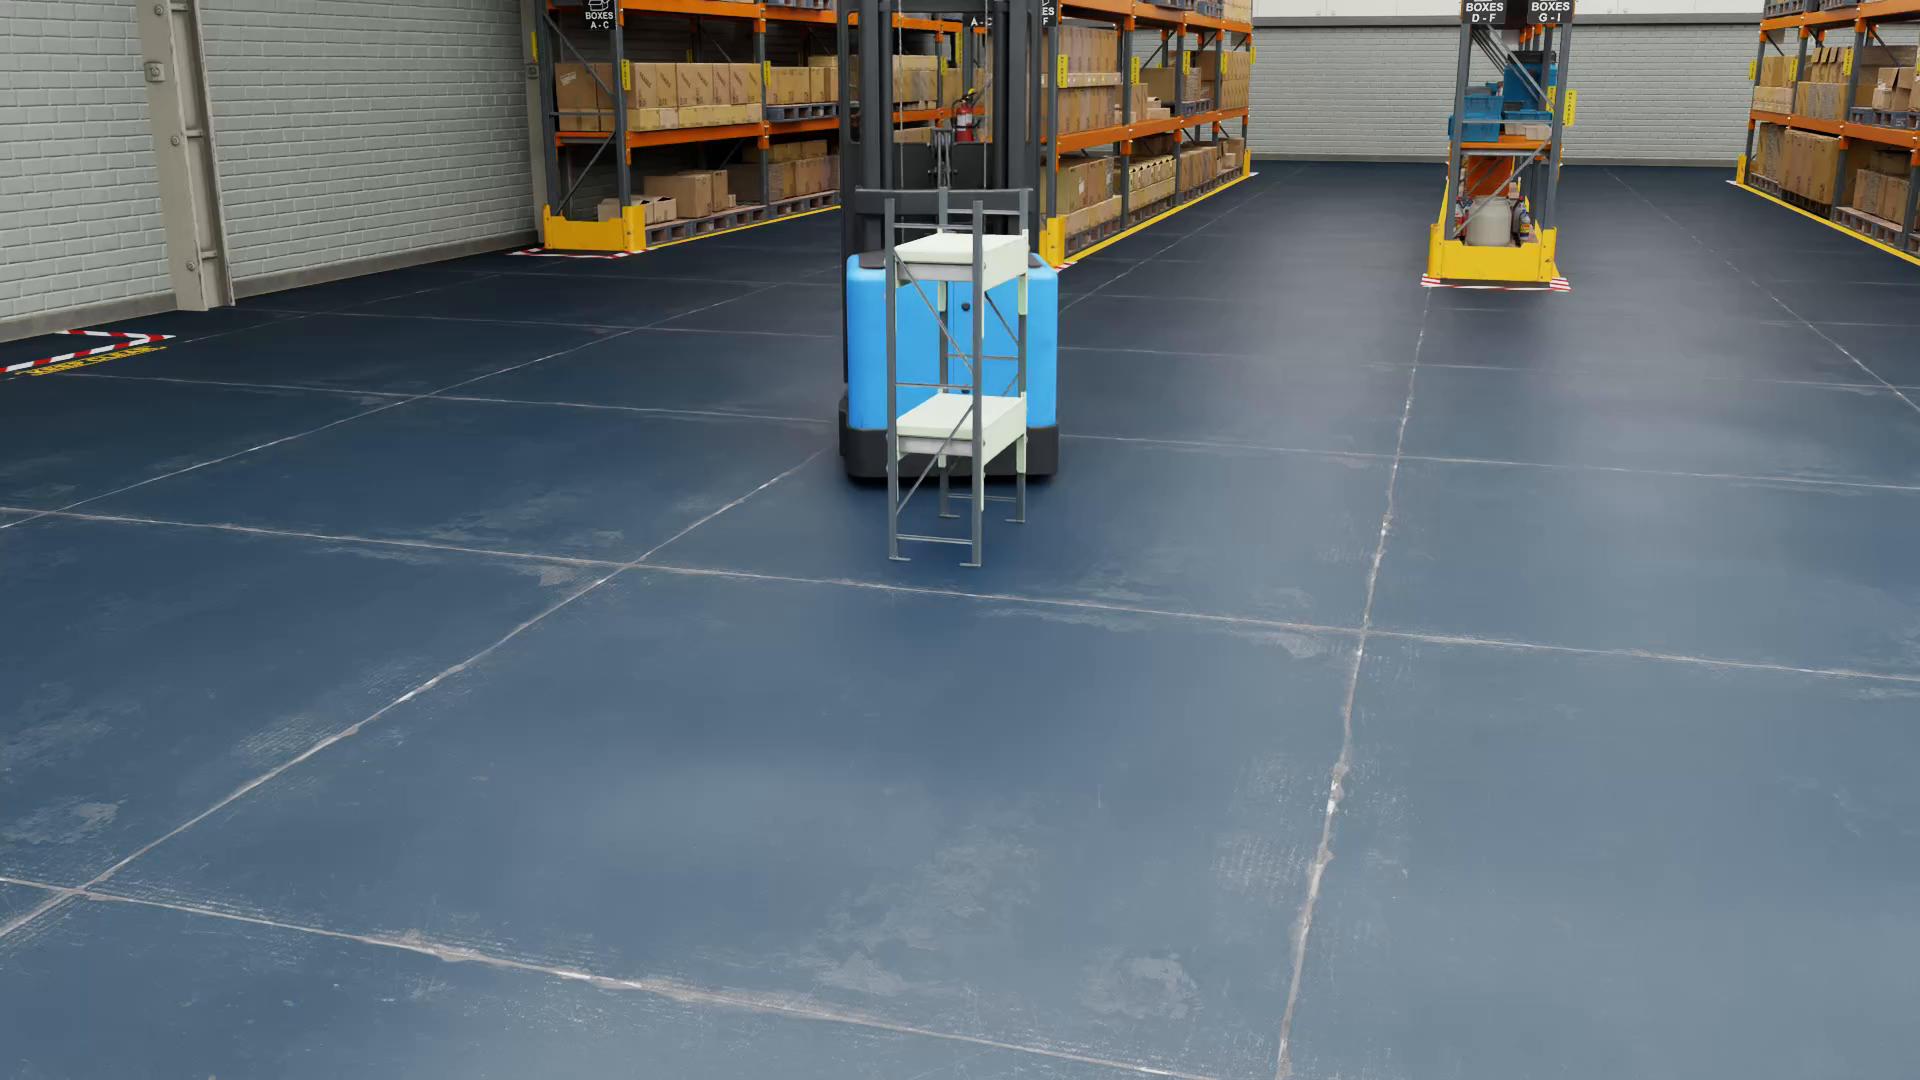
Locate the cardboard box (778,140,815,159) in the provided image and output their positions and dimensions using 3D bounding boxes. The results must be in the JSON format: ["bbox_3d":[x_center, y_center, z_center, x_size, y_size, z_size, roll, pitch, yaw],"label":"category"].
[{"bbox_3d":[-2.475,-5.778,24.605,0.500,0.250,0.500,5,16,16],"label":"cardboard box"}]

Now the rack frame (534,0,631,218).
[{"bbox_3d":[-4.230,-4.787,18.710,1.000,3.000,0.127,5,16,16],"label":"rack frame"}]

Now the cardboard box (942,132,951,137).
[{"bbox_3d":[-0.237,-7.501,30.902,0.380,0.149,0.250,5,17,18],"label":"cardboard box"}]

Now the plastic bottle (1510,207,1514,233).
[{"bbox_3d":[6.200,-3.611,18.733,0.061,0.283,0.133,5,16,16],"label":"plastic bottle"}]

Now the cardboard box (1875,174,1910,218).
[{"bbox_3d":[11.819,-4.265,20.644,0.700,0.500,0.500,6,17,21],"label":"cardboard box"}]

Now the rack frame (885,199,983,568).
[{"bbox_3d":[-0.106,-0.624,6.781,0.400,1.500,0.023,5,16,16],"label":"rack frame"}]

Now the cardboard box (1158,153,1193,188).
[{"bbox_3d":[3.341,-5.740,25.845,0.500,0.500,0.500,4,16,14],"label":"cardboard box"}]

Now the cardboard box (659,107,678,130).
[{"bbox_3d":[-3.653,-4.965,19.574,0.500,0.250,0.500,4,16,14],"label":"cardboard box"}]

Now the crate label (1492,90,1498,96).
[{"bbox_3d":[7.000,-5.890,22.533,0.502,0.435,0.616,5,16,16],"label":"crate label"}]

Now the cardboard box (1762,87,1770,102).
[{"bbox_3d":[13.881,-7.519,28.073,0.500,0.250,0.500,4,16,14],"label":"cardboard box"}]

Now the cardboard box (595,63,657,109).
[{"bbox_3d":[-3.806,-5.187,18.983,0.500,0.500,0.500,5,16,16],"label":"cardboard box"}]

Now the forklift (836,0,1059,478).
[{"bbox_3d":[-0.125,-2.066,9.241,1.130,2.935,3.031,-1,16,-4],"label":"forklift"}]

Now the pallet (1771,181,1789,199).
[{"bbox_3d":[13.718,-5.626,26.776,1.003,0.211,1.213,5,16,16],"label":"pallet"}]

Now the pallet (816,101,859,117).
[{"bbox_3d":[-2.057,-6.593,25.429,1.213,0.211,1.003,5,16,16],"label":"pallet"}]

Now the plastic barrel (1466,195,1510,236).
[{"bbox_3d":[5.525,-3.333,17.374,0.421,0.512,0.421,0,16,0],"label":"plastic barrel"}]

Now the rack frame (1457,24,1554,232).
[{"bbox_3d":[6.405,-5.065,19.691,1.000,3.000,0.127,5,16,16],"label":"rack frame"}]

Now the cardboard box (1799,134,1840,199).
[{"bbox_3d":[12.767,-5.319,23.710,1.225,0.875,0.875,5,16,16],"label":"cardboard box"}]

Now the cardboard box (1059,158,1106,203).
[{"bbox_3d":[1.443,-4.291,19.856,0.500,0.500,0.500,5,16,16],"label":"cardboard box"}]

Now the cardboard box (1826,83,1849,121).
[{"bbox_3d":[12.341,-6.054,22.994,0.500,0.500,0.500,4,16,15],"label":"cardboard box"}]

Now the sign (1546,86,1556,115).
[{"bbox_3d":[6.929,-5.153,19.492,0.100,0.325,0.005,5,16,16],"label":"sign"}]

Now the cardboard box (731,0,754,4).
[{"bbox_3d":[-3.001,-7.182,21.438,0.500,0.500,0.500,5,17,17],"label":"cardboard box"}]

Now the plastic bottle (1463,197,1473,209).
[{"bbox_3d":[5.916,-3.812,19.322,0.144,0.351,0.185,5,16,16],"label":"plastic bottle"}]

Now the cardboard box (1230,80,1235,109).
[{"bbox_3d":[4.623,-7.969,29.744,0.500,0.500,0.500,5,16,16],"label":"cardboard box"}]

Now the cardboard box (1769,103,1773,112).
[{"bbox_3d":[13.638,-7.161,27.541,0.380,0.149,0.250,5,17,17],"label":"cardboard box"}]

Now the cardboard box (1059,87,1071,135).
[{"bbox_3d":[0.810,-4.711,18.258,0.700,0.500,0.500,5,17,17],"label":"cardboard box"}]

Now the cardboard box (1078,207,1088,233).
[{"bbox_3d":[1.167,-3.668,19.034,0.500,0.250,0.500,5,16,16],"label":"cardboard box"}]

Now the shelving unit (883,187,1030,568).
[{"bbox_3d":[-0.002,-0.720,7.119,0.431,1.500,0.755,5,16,16],"label":"shelving unit"}]

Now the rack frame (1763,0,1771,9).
[{"bbox_3d":[14.564,-10.707,28.587,1.000,3.000,0.127,5,16,16],"label":"rack frame"}]

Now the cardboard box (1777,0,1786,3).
[{"bbox_3d":[14.192,-9.284,27.931,0.700,0.500,0.500,4,16,14],"label":"cardboard box"}]

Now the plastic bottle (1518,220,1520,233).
[{"bbox_3d":[6.236,-3.476,18.410,0.097,0.201,0.097,0,16,0],"label":"plastic bottle"}]

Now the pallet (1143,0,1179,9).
[{"bbox_3d":[2.372,-7.372,22.672,1.003,0.211,1.213,5,17,18],"label":"pallet"}]

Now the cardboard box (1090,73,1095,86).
[{"bbox_3d":[1.350,-5.321,19.220,0.380,0.149,0.250,5,17,18],"label":"cardboard box"}]

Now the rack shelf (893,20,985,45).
[{"bbox_3d":[-0.252,-9.547,31.312,1.077,0.370,4.000,5,16,16],"label":"rack shelf"}]

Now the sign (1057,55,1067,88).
[{"bbox_3d":[1.051,-4.814,17.073,0.100,0.325,0.005,5,16,16],"label":"sign"}]

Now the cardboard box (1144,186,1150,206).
[{"bbox_3d":[2.300,-4.685,22.620,0.500,0.250,0.500,4,16,14],"label":"cardboard box"}]

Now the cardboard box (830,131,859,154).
[{"bbox_3d":[-1.622,-6.230,26.967,0.750,0.750,0.750,4,16,15],"label":"cardboard box"}]

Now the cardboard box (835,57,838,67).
[{"bbox_3d":[-2.026,-7.359,25.600,0.380,0.149,0.250,2,16,9],"label":"cardboard box"}]

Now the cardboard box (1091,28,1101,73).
[{"bbox_3d":[1.252,-5.743,19.519,0.700,0.500,0.500,5,16,16],"label":"cardboard box"}]

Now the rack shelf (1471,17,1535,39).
[{"bbox_3d":[8.110,-7.732,24.914,1.077,0.370,4.000,5,16,16],"label":"rack shelf"}]

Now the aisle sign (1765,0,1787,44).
[{"bbox_3d":[14.297,-9.114,29.199,0.394,0.787,0.004,5,16,16],"label":"aisle sign"}]

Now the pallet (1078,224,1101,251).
[{"bbox_3d":[1.046,-3.584,19.578,1.003,0.211,1.213,5,16,16],"label":"pallet"}]

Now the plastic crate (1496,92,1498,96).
[{"bbox_3d":[9.289,-7.515,28.436,0.437,0.282,0.530,5,16,16],"label":"plastic crate"}]

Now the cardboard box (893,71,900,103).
[{"bbox_3d":[-1.274,-7.454,27.348,0.500,0.500,0.500,5,16,16],"label":"cardboard box"}]

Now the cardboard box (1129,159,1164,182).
[{"bbox_3d":[2.593,-5.222,23.483,0.500,0.311,0.500,5,16,16],"label":"cardboard box"}]

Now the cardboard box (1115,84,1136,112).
[{"bbox_3d":[2.041,-5.836,22.225,0.500,0.500,0.500,6,17,20],"label":"cardboard box"}]

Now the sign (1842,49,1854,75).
[{"bbox_3d":[11.757,-6.327,22.017,0.100,0.325,0.005,5,16,16],"label":"sign"}]

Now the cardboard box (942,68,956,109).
[{"bbox_3d":[-0.650,-8.212,30.233,0.980,0.700,0.700,5,17,17],"label":"cardboard box"}]

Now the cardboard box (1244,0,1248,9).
[{"bbox_3d":[5.024,-9.916,30.655,0.500,0.250,0.500,5,16,16],"label":"cardboard box"}]

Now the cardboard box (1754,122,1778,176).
[{"bbox_3d":[14.459,-6.827,29.026,0.875,0.875,0.875,5,16,16],"label":"cardboard box"}]

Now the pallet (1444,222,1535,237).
[{"bbox_3d":[6.174,-3.551,19.463,1.003,0.211,1.213,5,16,16],"label":"pallet"}]

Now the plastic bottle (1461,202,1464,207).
[{"bbox_3d":[5.829,-3.831,19.523,0.152,0.276,0.135,5,17,18],"label":"plastic bottle"}]

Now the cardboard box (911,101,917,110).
[{"bbox_3d":[-0.962,-7.440,28.488,0.380,0.149,0.250,5,16,16],"label":"cardboard box"}]

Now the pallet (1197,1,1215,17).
[{"bbox_3d":[3.386,-8.459,26.504,1.213,0.211,1.003,5,16,16],"label":"pallet"}]

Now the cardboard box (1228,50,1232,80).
[{"bbox_3d":[4.480,-8.309,29.111,0.500,0.500,0.500,4,16,14],"label":"cardboard box"}]

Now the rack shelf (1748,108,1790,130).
[{"bbox_3d":[13.996,-6.951,27.659,1.077,0.370,4.000,5,16,16],"label":"rack shelf"}]
